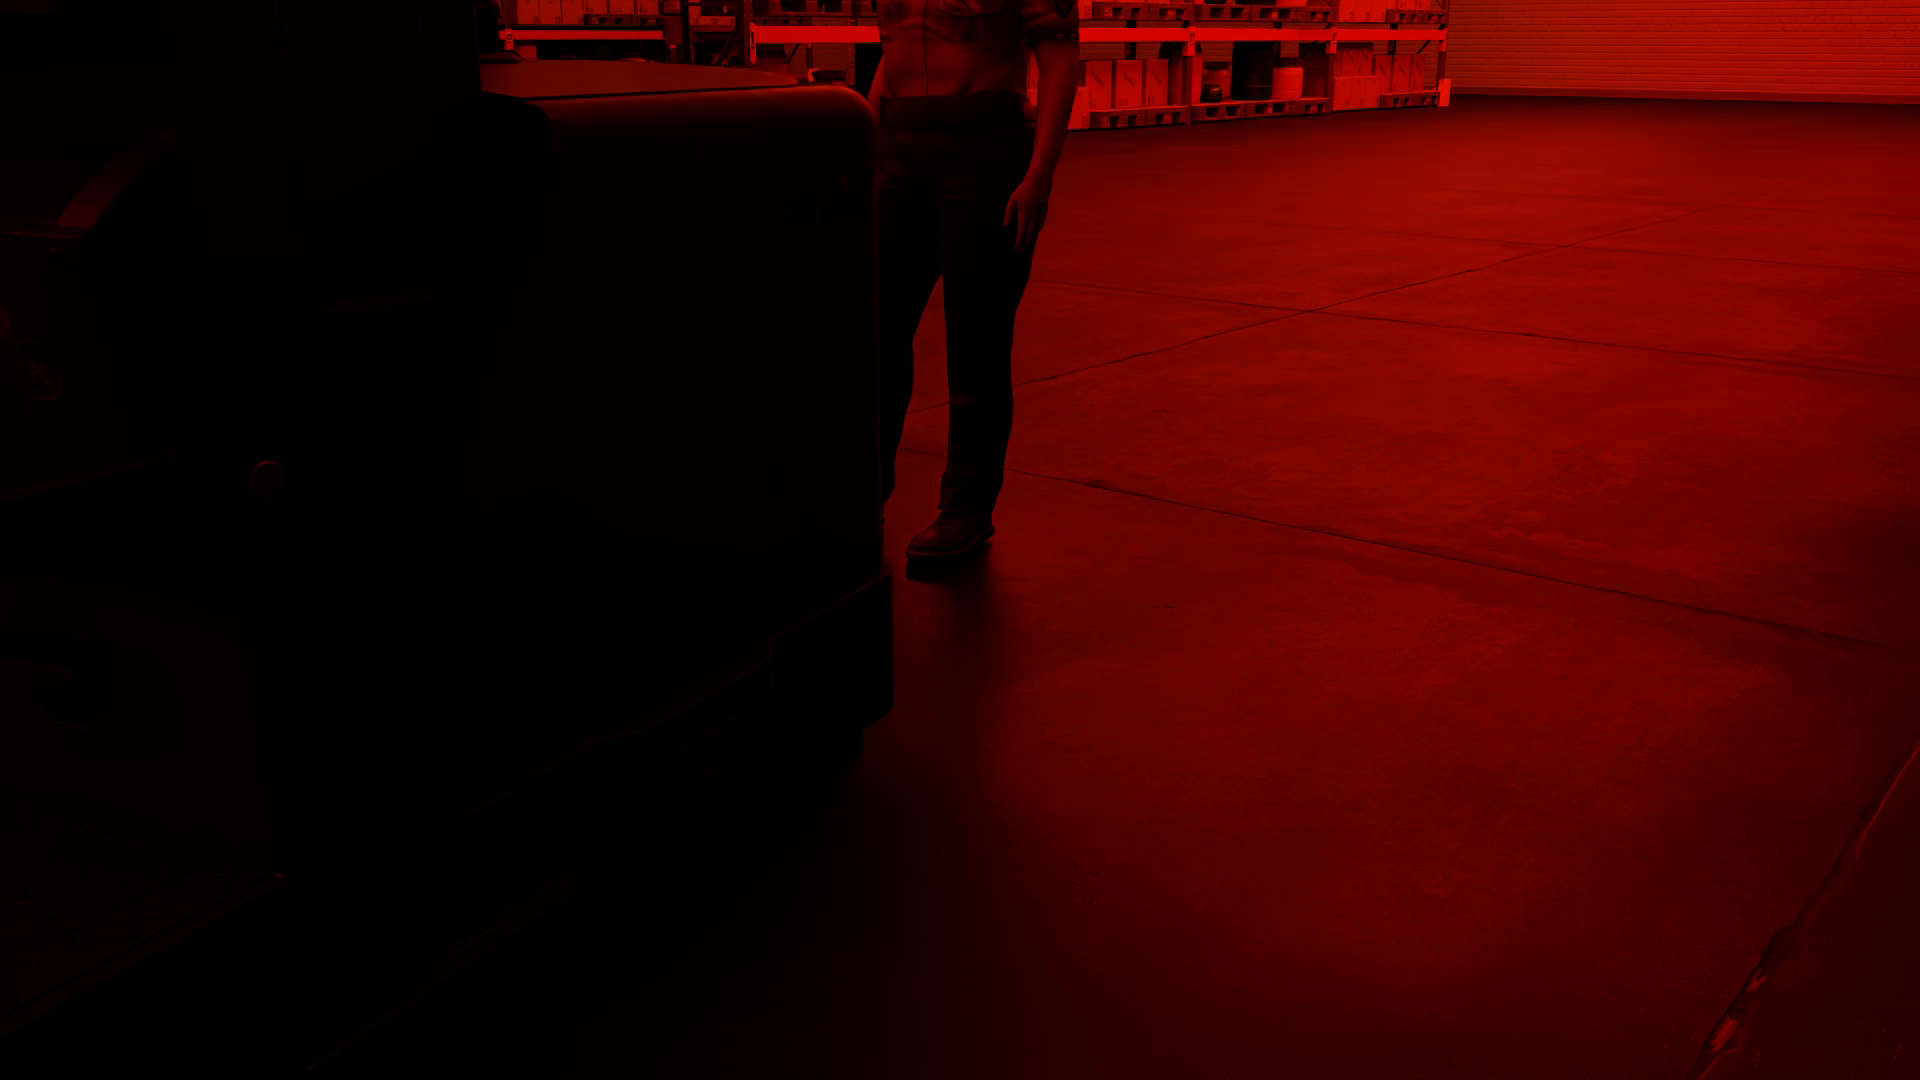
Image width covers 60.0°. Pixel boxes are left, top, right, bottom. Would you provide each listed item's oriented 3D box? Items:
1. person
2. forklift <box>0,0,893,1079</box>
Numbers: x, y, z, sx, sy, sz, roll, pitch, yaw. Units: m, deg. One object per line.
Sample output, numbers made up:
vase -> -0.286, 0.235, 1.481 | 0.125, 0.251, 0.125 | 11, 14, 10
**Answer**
person -> -0.074, -0.780, 3.648 | 0.599, 1.650, 0.503 | 13, 21, 37
forklift -> -1.229, -0.749, 1.364 | 1.130, 2.935, 3.031 | 8, 19, 26
